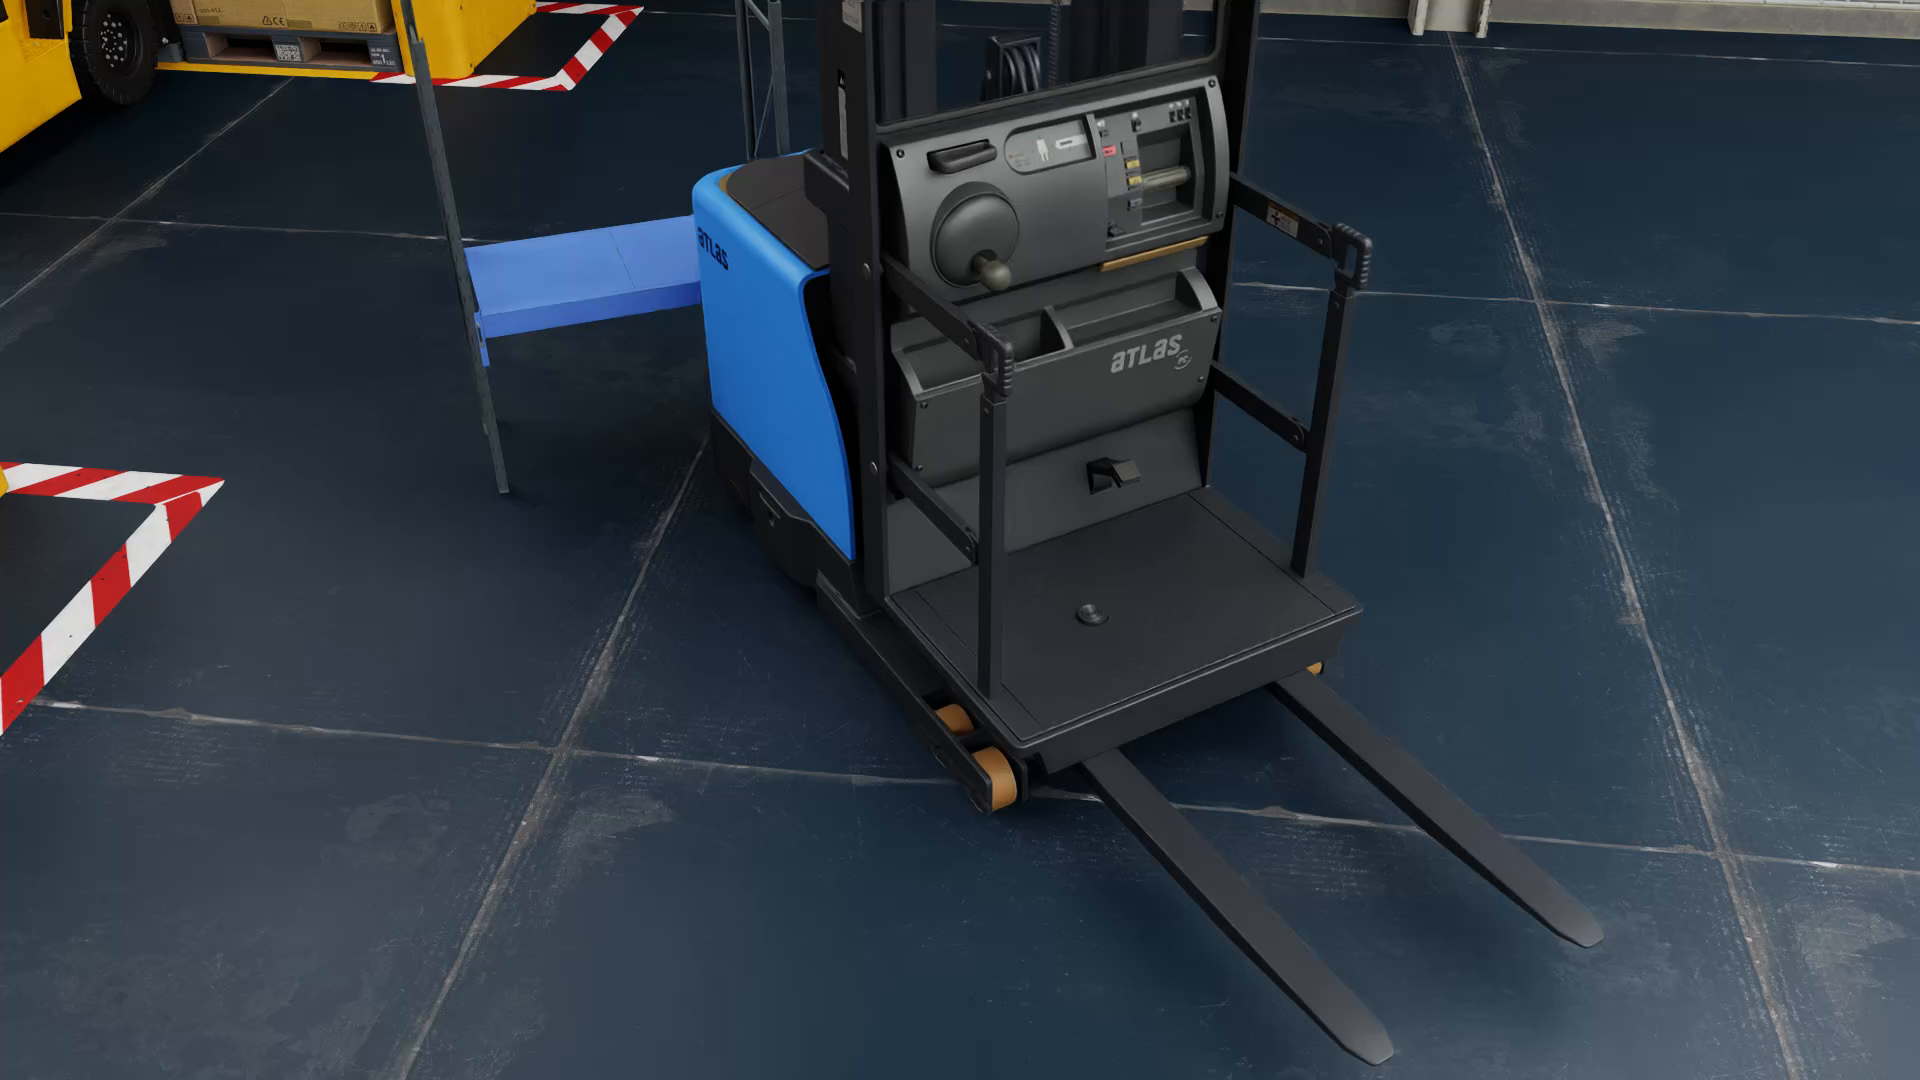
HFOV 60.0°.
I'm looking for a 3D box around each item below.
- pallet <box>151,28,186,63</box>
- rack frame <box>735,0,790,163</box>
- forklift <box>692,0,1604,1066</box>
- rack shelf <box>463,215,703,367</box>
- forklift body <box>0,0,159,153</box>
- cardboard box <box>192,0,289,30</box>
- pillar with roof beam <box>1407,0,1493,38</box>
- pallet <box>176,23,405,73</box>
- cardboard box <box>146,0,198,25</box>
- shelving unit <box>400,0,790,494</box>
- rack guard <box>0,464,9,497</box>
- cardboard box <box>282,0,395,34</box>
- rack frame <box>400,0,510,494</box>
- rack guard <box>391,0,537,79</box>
[{"bbox_3d":[-4.644,-2.936,9.182,1.213,0.211,1.003,4,36,6],"label":"pallet"},{"bbox_3d":[-0.625,-1.100,5.501,0.032,1.500,0.500,-12,37,-16],"label":"rack frame"},{"bbox_3d":[0.366,-0.802,3.851,1.130,2.935,3.031,-19,40,-24],"label":"forklift"},{"bbox_3d":[-1.103,-0.854,5.465,1.000,0.185,0.538,-12,37,-16],"label":"rack shelf"},{"bbox_3d":[-4.786,-2.690,7.168,1.214,2.155,2.313,4,36,6],"label":"forklift body"},{"bbox_3d":[-3.671,-2.893,8.727,0.500,0.250,0.500,4,36,6],"label":"cardboard box"},{"bbox_3d":[2.154,-4.035,3.157,0.400,9.000,9.100,4,36,6],"label":"pillar with roof beam"},{"bbox_3d":[-3.437,-2.844,9.053,1.213,0.211,1.003,4,36,6],"label":"pallet"},{"bbox_3d":[-4.167,-2.935,8.786,0.500,0.250,0.500,5,36,6],"label":"cardboard box"},{"bbox_3d":[-1.103,-1.000,5.360,1.048,1.500,0.538,-12,37,-16],"label":"shelving unit"},{"bbox_3d":[-3.377,-0.074,4.924,0.348,0.500,1.175,4,36,6],"label":"rack guard"},{"bbox_3d":[-3.179,-2.851,8.668,0.500,0.250,0.500,5,36,6],"label":"cardboard box"},{"bbox_3d":[-1.581,-0.900,5.219,0.032,1.500,0.500,-12,37,-16],"label":"rack frame"},{"bbox_3d":[-2.649,-2.927,8.921,0.348,0.500,1.175,4,36,6],"label":"rack guard"}]
